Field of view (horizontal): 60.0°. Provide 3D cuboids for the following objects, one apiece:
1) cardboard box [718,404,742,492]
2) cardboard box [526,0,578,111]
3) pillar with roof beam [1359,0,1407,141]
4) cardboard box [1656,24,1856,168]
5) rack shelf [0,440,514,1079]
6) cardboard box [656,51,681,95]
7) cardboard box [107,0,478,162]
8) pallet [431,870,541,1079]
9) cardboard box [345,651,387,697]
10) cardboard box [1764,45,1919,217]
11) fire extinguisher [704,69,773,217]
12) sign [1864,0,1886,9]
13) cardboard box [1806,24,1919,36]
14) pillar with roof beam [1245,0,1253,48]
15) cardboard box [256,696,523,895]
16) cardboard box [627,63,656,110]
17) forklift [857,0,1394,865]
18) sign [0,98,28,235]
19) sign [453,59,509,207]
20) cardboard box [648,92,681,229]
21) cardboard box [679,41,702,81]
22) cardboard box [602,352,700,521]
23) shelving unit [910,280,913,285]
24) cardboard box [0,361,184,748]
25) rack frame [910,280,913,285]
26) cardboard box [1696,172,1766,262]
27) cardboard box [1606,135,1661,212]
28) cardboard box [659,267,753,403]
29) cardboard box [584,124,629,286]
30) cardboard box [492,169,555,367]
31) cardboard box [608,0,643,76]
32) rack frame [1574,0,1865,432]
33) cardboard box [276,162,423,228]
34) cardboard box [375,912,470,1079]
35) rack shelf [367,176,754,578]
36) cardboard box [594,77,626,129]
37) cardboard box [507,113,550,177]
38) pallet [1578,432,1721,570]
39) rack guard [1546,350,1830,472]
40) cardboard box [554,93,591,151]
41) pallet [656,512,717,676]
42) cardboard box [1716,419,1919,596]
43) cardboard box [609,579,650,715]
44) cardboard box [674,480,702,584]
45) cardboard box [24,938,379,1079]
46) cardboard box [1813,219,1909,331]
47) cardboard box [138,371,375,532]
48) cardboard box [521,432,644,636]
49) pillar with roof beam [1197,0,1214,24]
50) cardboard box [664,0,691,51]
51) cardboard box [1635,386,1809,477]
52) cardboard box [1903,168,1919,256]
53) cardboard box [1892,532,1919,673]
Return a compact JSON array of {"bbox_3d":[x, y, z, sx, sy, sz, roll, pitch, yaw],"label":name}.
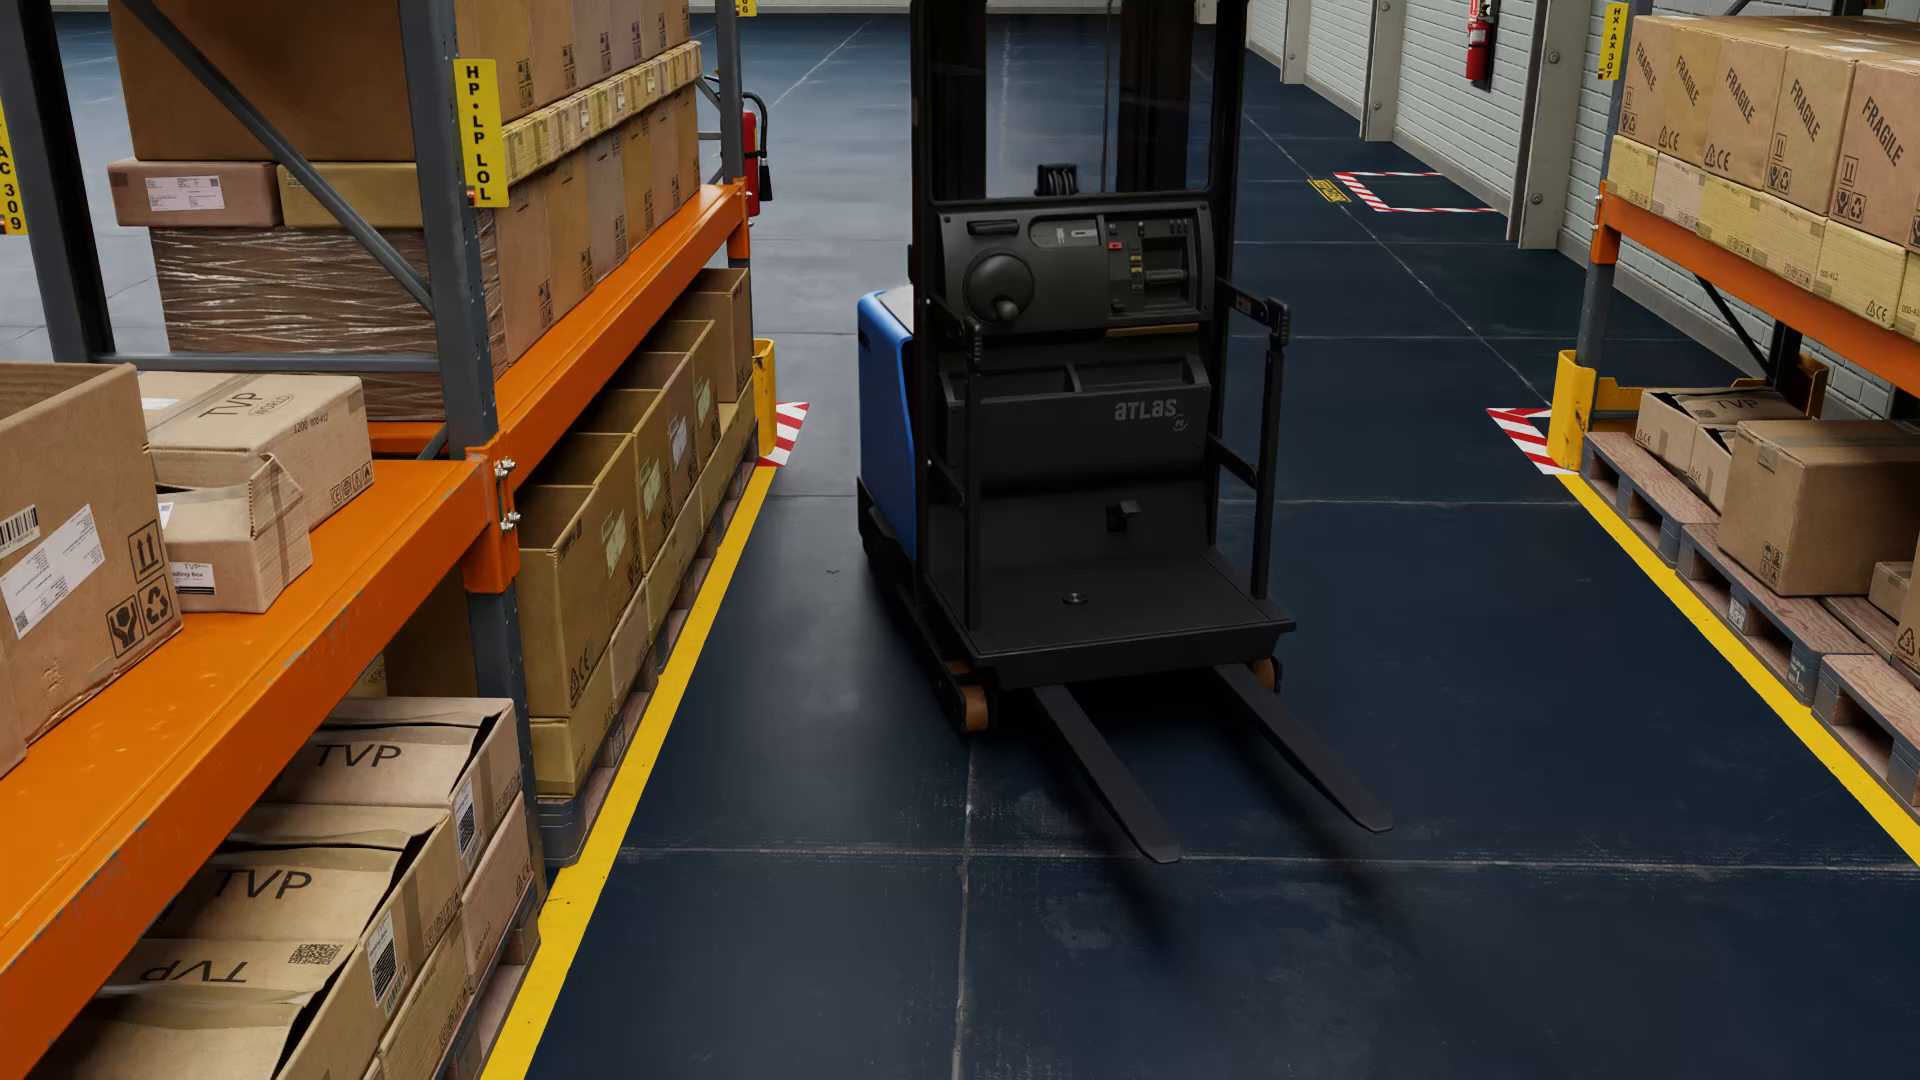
[{"bbox_3d":[-1.227,-0.396,7.122,0.500,0.250,0.500,1,21,2],"label":"cardboard box"},{"bbox_3d":[-1.587,-1.589,5.046,0.700,0.500,0.500,1,21,2],"label":"cardboard box"},{"bbox_3d":[0.354,-8.727,17.080,9.100,9.000,0.400,1,21,2],"label":"pillar with roof beam"},{"bbox_3d":[3.109,-1.748,6.529,0.500,0.500,0.500,1,21,2],"label":"cardboard box"},{"bbox_3d":[-1.685,0.645,2.214,1.077,0.370,4.000,1,21,2],"label":"rack shelf"},{"bbox_3d":[-1.338,-1.881,6.696,0.380,0.149,0.250,0,21,1],"label":"cardboard box"},{"bbox_3d":[-1.617,-1.225,4.109,0.700,0.500,0.500,1,21,2],"label":"cardboard box"},{"bbox_3d":[-1.607,1.153,3.765,1.003,0.211,1.213,1,21,2],"label":"pallet"},{"bbox_3d":[-1.828,0.503,4.808,0.500,0.250,0.500,1,21,2],"label":"cardboard box"},{"bbox_3d":[3.083,-1.374,5.567,0.500,0.500,0.500,1,21,3],"label":"cardboard box"},{"bbox_3d":[-1.034,-1.861,7.786,0.296,0.674,0.183,1,21,2],"label":"fire extinguisher"},{"bbox_3d":[4.003,-2.480,7.237,0.100,0.325,0.005,1,21,2],"label":"sign"},{"bbox_3d":[3.622,-1.741,6.512,0.500,0.500,0.500,1,21,2],"label":"cardboard box"},{"bbox_3d":[0.719,-13.066,28.263,9.100,9.000,0.400,1,21,2],"label":"pillar with roof beam"},{"bbox_3d":[-1.350,0.561,3.882,0.500,0.311,0.500,1,21,2],"label":"cardboard box"},{"bbox_3d":[-1.355,-1.696,6.217,0.380,0.149,0.250,1,21,3],"label":"cardboard box"},{"bbox_3d":[0.448,-0.888,5.266,1.130,2.935,3.031,-5,22,-14],"label":"forklift"},{"bbox_3d":[-2.179,-0.860,3.791,0.100,0.325,0.005,1,21,2],"label":"sign"},{"bbox_3d":[-1.081,-0.914,3.746,0.100,0.325,0.005,1,21,2],"label":"sign"},{"bbox_3d":[-1.541,-1.548,6.733,0.700,0.500,0.500,1,21,3],"label":"cardboard box"},{"bbox_3d":[-1.324,-2.068,7.178,0.380,0.149,0.250,0,21,1],"label":"cardboard box"},{"bbox_3d":[-1.253,-0.384,6.055,0.500,0.500,0.500,1,21,2],"label":"cardboard box"},{"bbox_3d":[-0.068,-0.636,7.009,0.258,1.200,0.189,-5,22,-14],"label":"shelving unit"},{"bbox_3d":[-1.680,0.008,2.724,0.500,0.500,0.500,2,21,6],"label":"cardboard box"},{"bbox_3d":[-0.091,-0.668,7.091,0.240,1.200,0.006,-5,22,-14],"label":"rack frame"},{"bbox_3d":[3.094,-1.201,6.157,0.500,0.250,0.500,0,21,1],"label":"cardboard box"},{"bbox_3d":[3.117,-1.573,7.116,0.500,0.250,0.500,0,21,0],"label":"cardboard box"},{"bbox_3d":[-1.221,-0.926,7.453,0.500,0.500,0.500,1,21,2],"label":"cardboard box"},{"bbox_3d":[-1.574,-1.178,5.780,0.700,0.500,0.500,1,21,3],"label":"cardboard box"},{"bbox_3d":[-1.607,-0.811,4.835,0.700,0.500,0.500,0,21,1],"label":"cardboard box"},{"bbox_3d":[-1.556,-1.951,5.979,0.700,0.500,0.500,1,21,2],"label":"cardboard box"},{"bbox_3d":[3.449,-1.807,7.538,1.000,3.000,0.127,1,21,2],"label":"rack frame"},{"bbox_3d":[-1.422,-0.858,4.057,0.380,0.149,0.250,1,21,2],"label":"cardboard box"},{"bbox_3d":[-1.364,1.009,3.503,0.500,0.250,0.500,0,21,1],"label":"cardboard box"},{"bbox_3d":[-1.563,-0.801,5.942,1.077,0.370,4.000,1,21,2],"label":"rack shelf"},{"bbox_3d":[-1.369,-1.508,5.733,0.380,0.149,0.250,0,21,1],"label":"cardboard box"},{"bbox_3d":[-1.402,-1.136,4.776,0.380,0.149,0.250,0,21,1],"label":"cardboard box"},{"bbox_3d":[3.387,-0.186,7.216,1.003,0.211,1.213,1,21,2],"label":"pallet"},{"bbox_3d":[3.447,-0.614,7.920,1.175,0.500,0.348,1,21,2],"label":"rack guard"},{"bbox_3d":[-1.387,-1.323,5.258,0.380,0.149,0.250,0,21,0],"label":"cardboard box"},{"bbox_3d":[-1.524,0.157,6.332,1.003,0.211,1.213,1,21,2],"label":"pallet"},{"bbox_3d":[3.249,-0.126,6.055,0.700,0.500,0.500,-1,21,-2],"label":"cardboard box"},{"bbox_3d":[-1.287,0.328,5.259,0.500,0.250,0.500,1,21,2],"label":"cardboard box"},{"bbox_3d":[-1.257,-0.034,6.190,0.500,0.250,0.500,1,21,2],"label":"cardboard box"},{"bbox_3d":[-1.377,0.929,2.932,0.500,0.311,0.500,1,21,1],"label":"cardboard box"},{"bbox_3d":[3.062,-0.836,5.217,0.500,0.250,0.500,1,21,1],"label":"cardboard box"},{"bbox_3d":[-1.595,-0.165,3.515,0.500,0.250,0.500,2,21,5],"label":"cardboard box"},{"bbox_3d":[-1.290,-0.022,5.123,0.500,0.500,0.500,1,21,2],"label":"cardboard box"},{"bbox_3d":[0.902,-15.235,33.854,9.100,9.000,0.400,1,21,2],"label":"pillar with roof beam"},{"bbox_3d":[-1.531,-2.323,6.938,0.700,0.500,0.500,1,21,2],"label":"cardboard box"},{"bbox_3d":[3.338,-0.509,7.303,0.500,0.311,0.500,-2,21,-4],"label":"cardboard box"},{"bbox_3d":[3.042,-1.004,4.613,0.500,0.500,0.500,1,21,1],"label":"cardboard box"},{"bbox_3d":[3.319,0.224,5.152,0.500,0.500,0.500,-1,21,-2],"label":"cardboard box"}]
